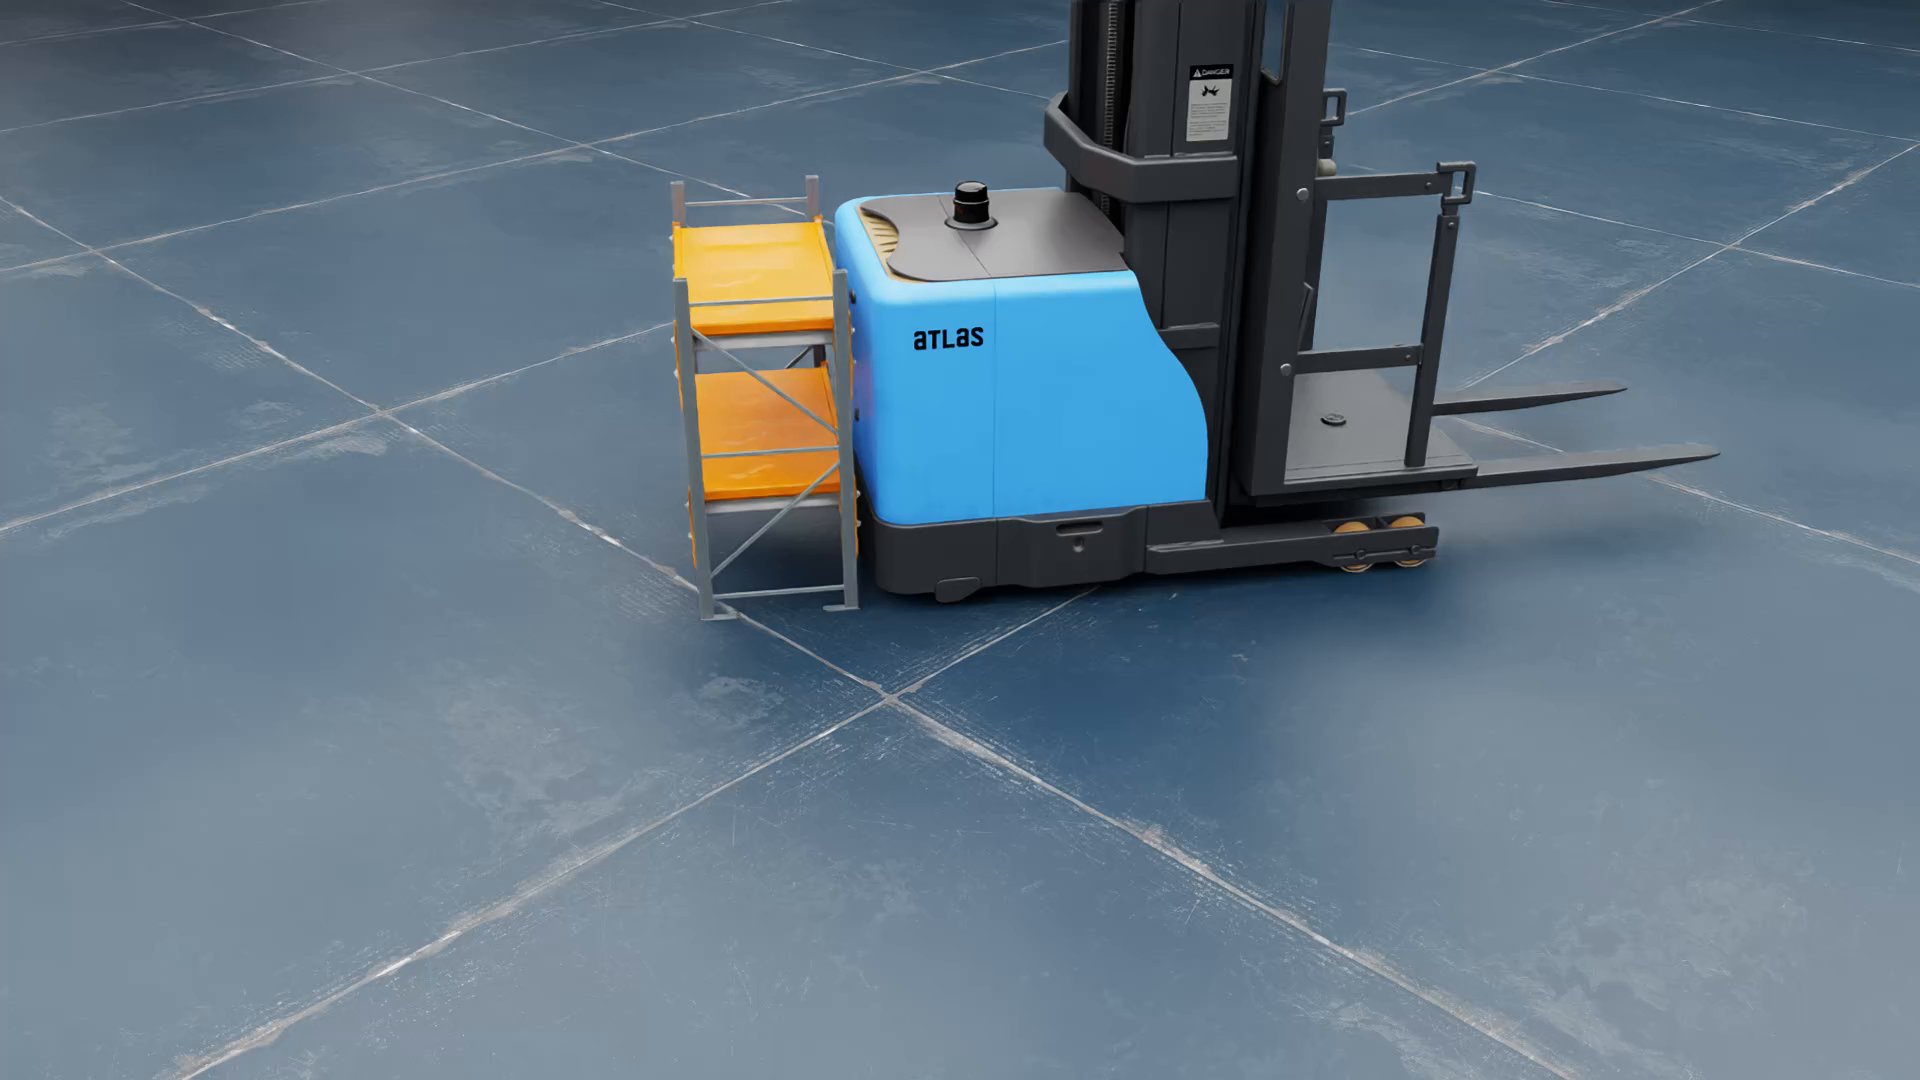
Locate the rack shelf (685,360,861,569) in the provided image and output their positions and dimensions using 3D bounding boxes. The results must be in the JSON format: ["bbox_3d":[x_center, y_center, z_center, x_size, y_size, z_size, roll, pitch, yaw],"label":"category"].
[{"bbox_3d":[-0.654,-0.281,5.601,0.538,0.278,1.000,-4,28,-8],"label":"rack shelf"}]

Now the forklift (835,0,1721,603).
[{"bbox_3d":[1.132,-1.425,5.310,3.031,2.935,1.130,-5,28,-10],"label":"forklift"}]

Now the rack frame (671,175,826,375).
[{"bbox_3d":[-0.733,-0.731,5.931,0.500,1.125,0.032,-4,28,-8],"label":"rack frame"}]

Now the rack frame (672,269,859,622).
[{"bbox_3d":[-0.574,-0.263,5.042,0.500,1.125,0.032,-4,28,-8],"label":"rack frame"}]

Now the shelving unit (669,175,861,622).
[{"bbox_3d":[-0.654,-0.497,5.487,0.538,1.125,1.048,-4,28,-8],"label":"shelving unit"}]

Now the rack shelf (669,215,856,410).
[{"bbox_3d":[-0.654,-0.756,5.351,0.538,0.278,1.000,-4,28,-8],"label":"rack shelf"}]
